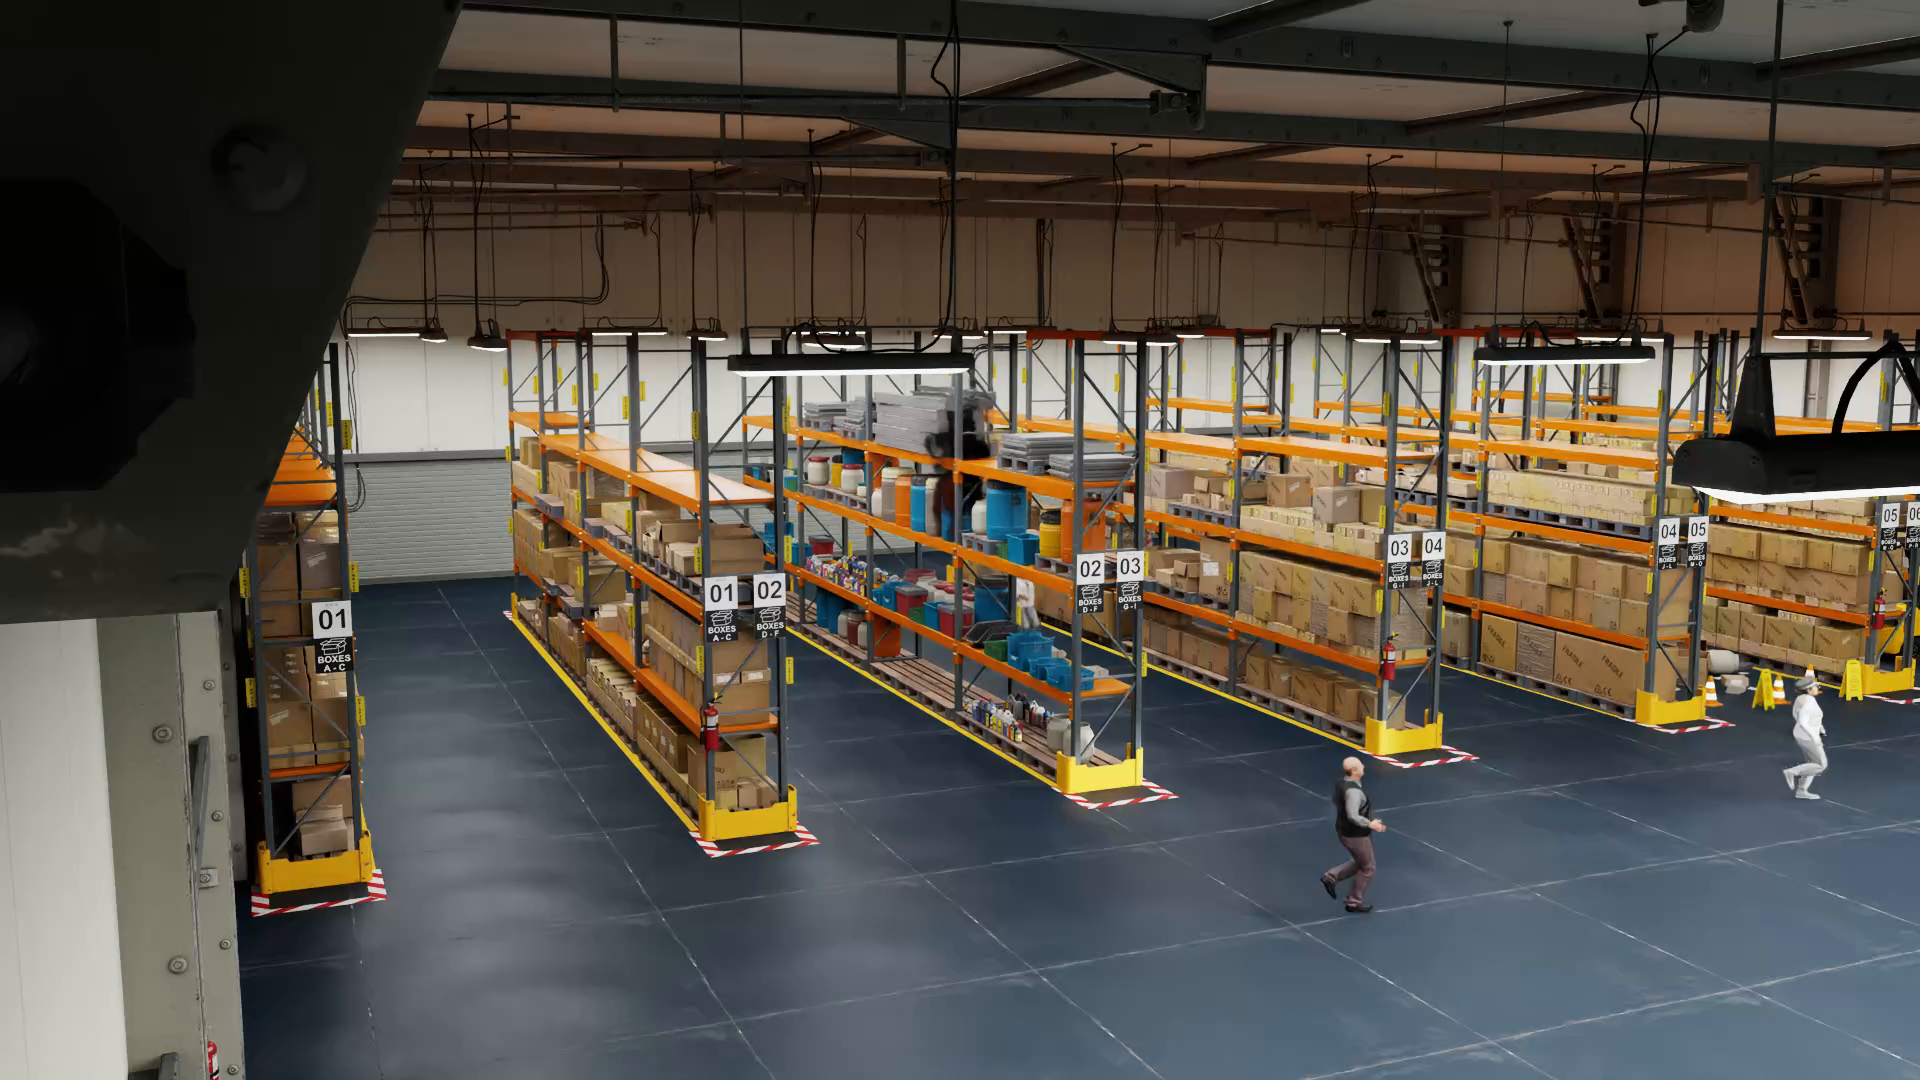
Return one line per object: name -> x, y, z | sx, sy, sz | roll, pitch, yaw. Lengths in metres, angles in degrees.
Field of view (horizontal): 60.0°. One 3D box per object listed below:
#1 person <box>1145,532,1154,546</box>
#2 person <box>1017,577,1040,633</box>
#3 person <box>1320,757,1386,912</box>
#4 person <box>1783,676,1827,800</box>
person -> 4.096, 0.629, 36.141 | 0.507, 1.621, 0.682 | -4, 9, -29
person -> 1.185, 1.194, 30.528 | 0.633, 1.734, 0.681 | -4, 9, -26
person -> 4.183, 3.115, 17.635 | 0.571, 1.672, 0.657 | 0, 8, -1
person -> 11.055, 2.577, 21.733 | 0.543, 1.646, 0.631 | 2, 8, 12
